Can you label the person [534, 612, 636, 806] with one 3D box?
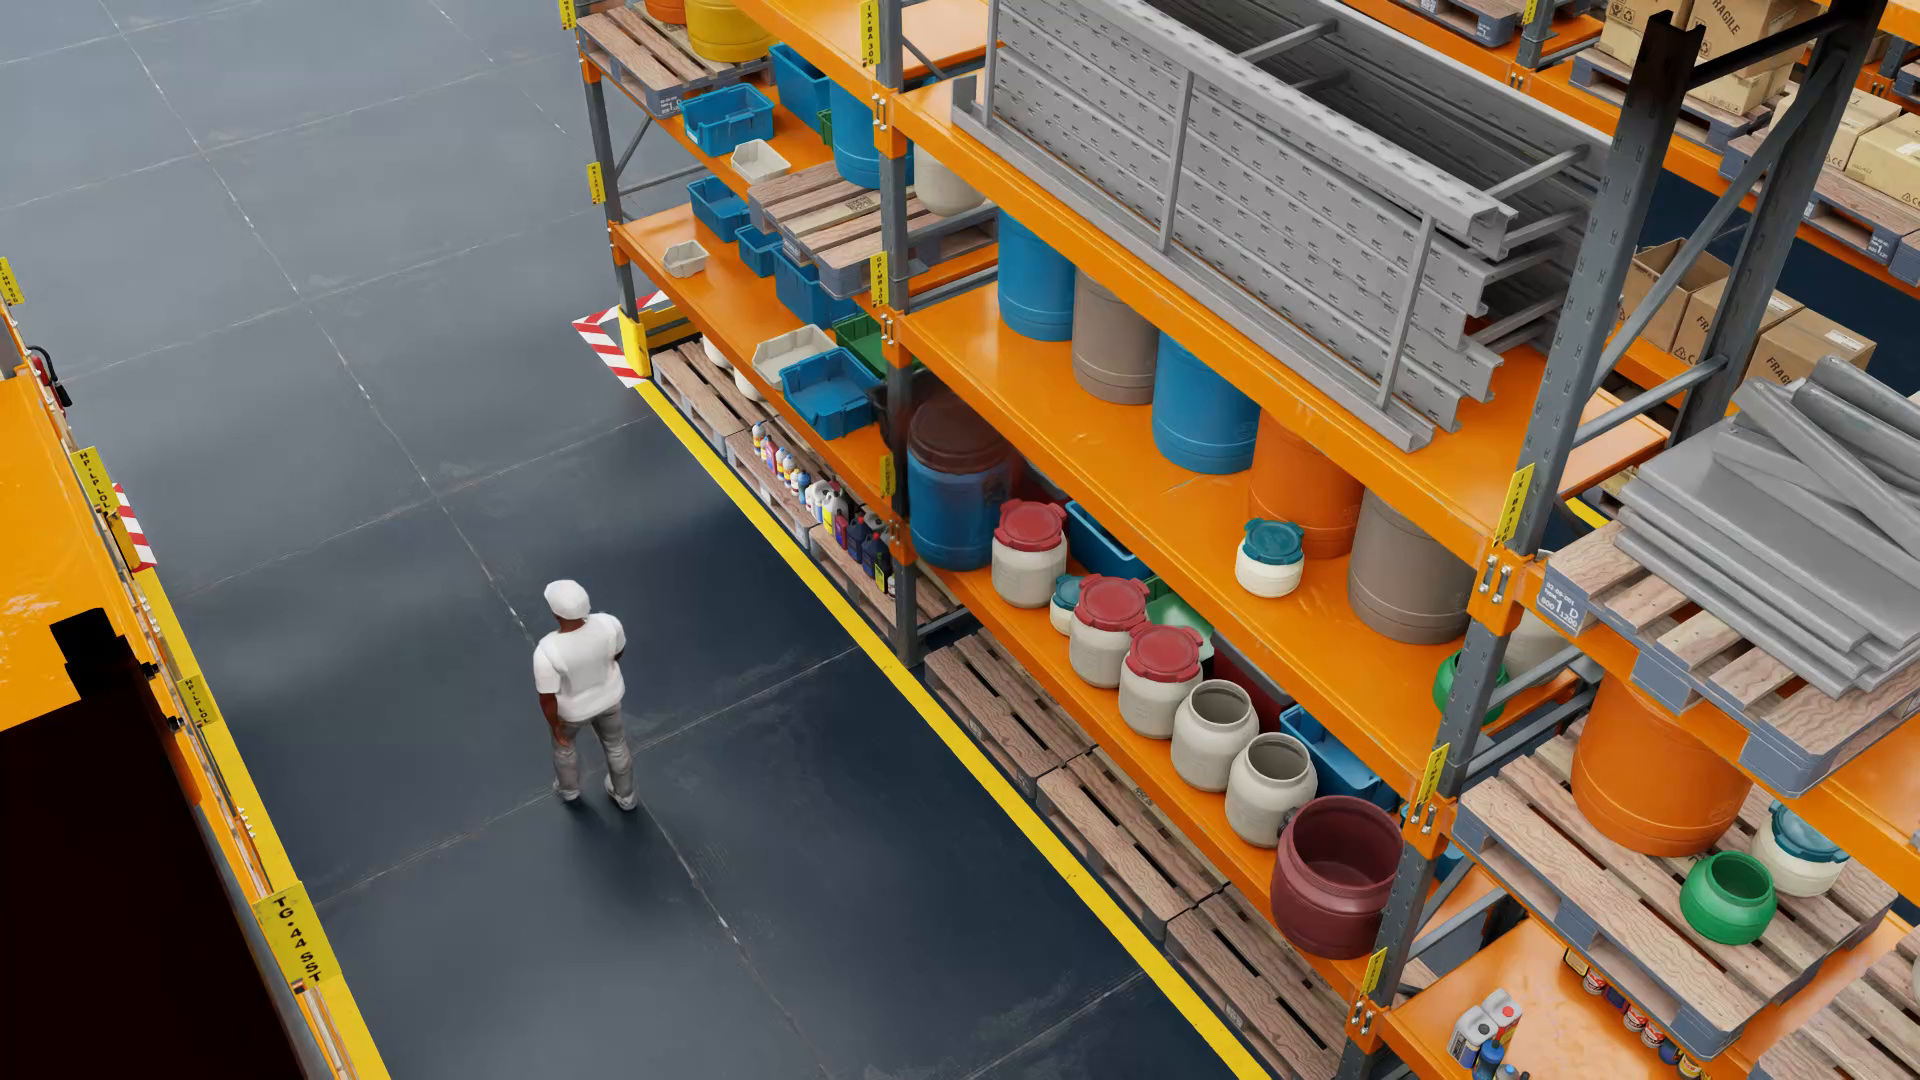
[{"bbox_3d":[-2.145,0.854,9.487,0.570,1.653,0.525,-23,47,-23],"label":"person"}]
